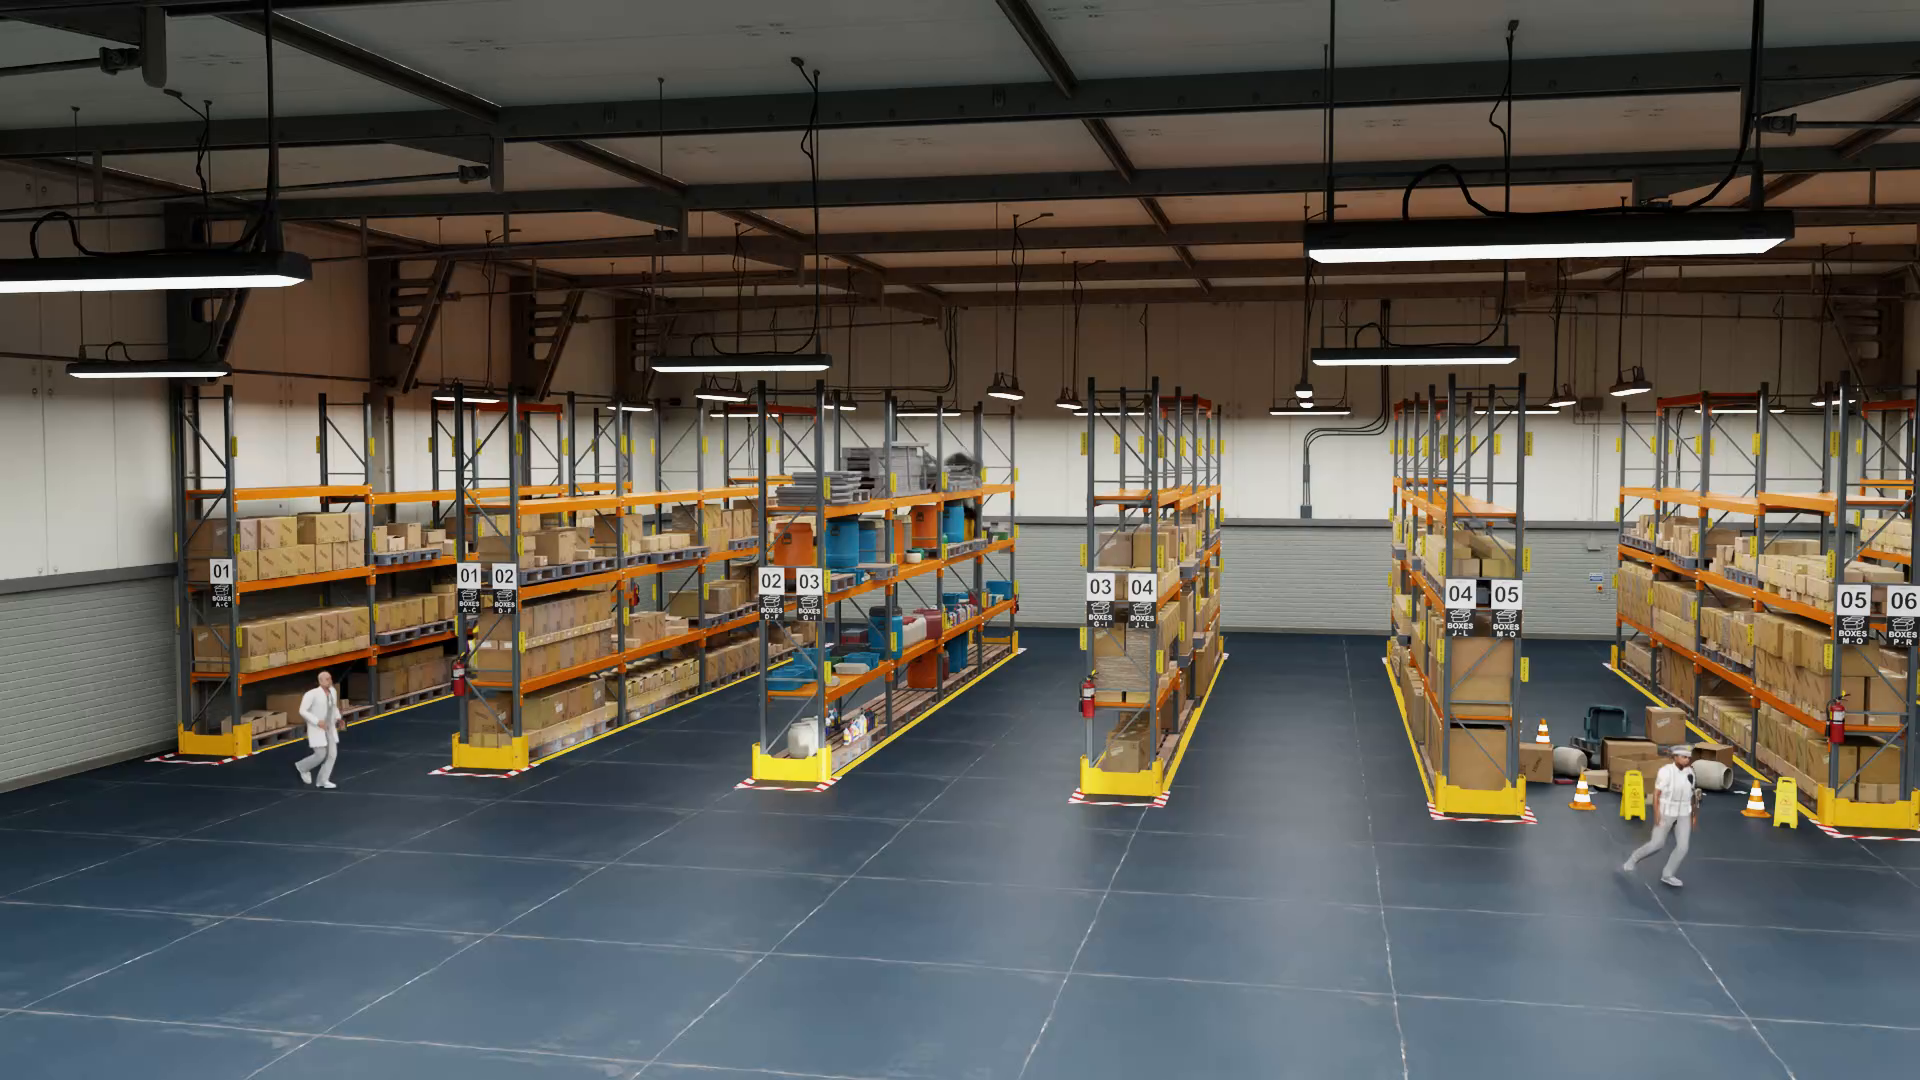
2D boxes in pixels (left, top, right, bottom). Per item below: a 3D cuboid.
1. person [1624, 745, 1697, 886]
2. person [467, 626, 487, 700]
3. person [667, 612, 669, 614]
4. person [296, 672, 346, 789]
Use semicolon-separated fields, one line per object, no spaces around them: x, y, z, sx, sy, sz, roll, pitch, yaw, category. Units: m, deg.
8.041;3.114;19.016;0.727;1.615;0.506;0;3;-5;person
-8.878;2.430;30.710;0.700;1.720;0.821;-1;3;-13;person
-6.377;2.133;37.937;0.642;1.501;0.832;0;3;-6;person
-9.439;2.783;24.433;0.750;1.725;0.709;2;4;30;person
